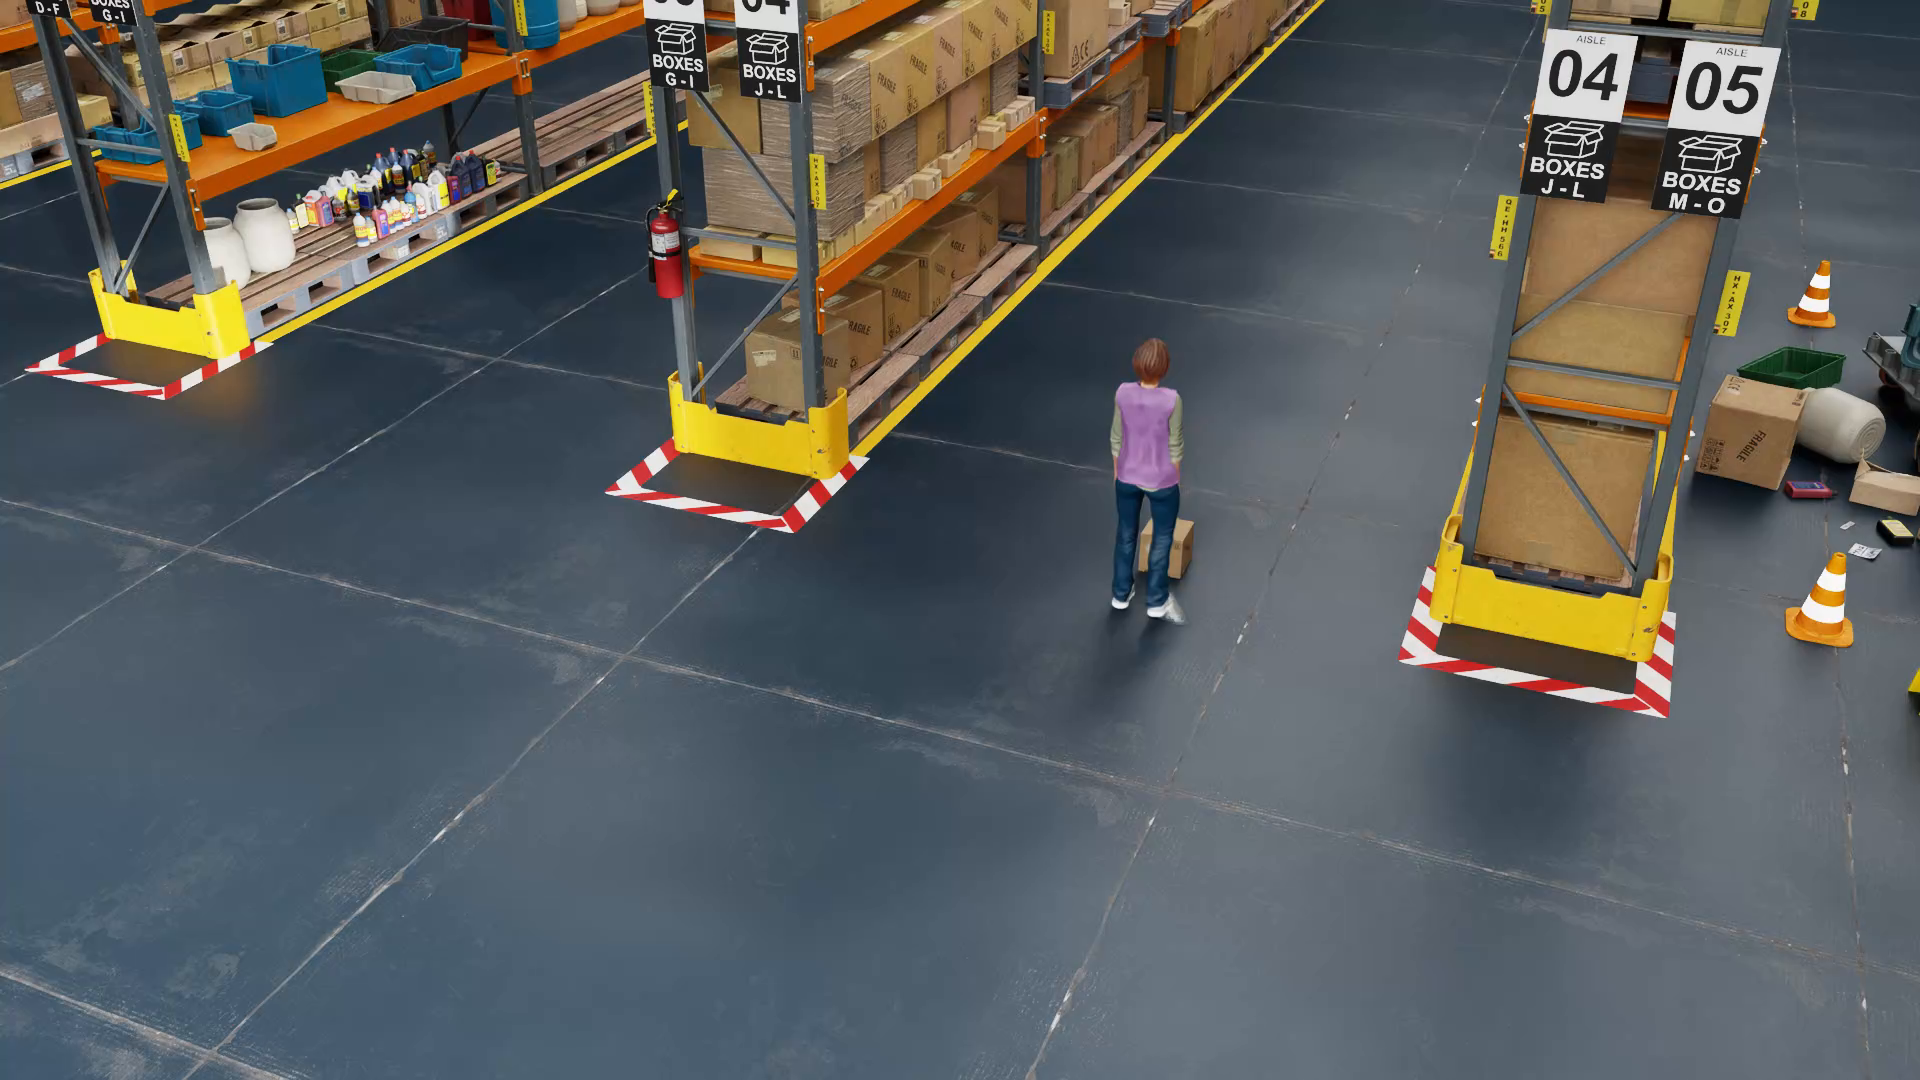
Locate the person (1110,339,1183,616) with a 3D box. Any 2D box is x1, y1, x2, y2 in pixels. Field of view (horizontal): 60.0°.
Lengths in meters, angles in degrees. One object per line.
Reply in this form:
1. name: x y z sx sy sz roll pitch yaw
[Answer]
1. person: 0.994 -0.325 8.978 0.407 1.592 0.299 12 32 20
